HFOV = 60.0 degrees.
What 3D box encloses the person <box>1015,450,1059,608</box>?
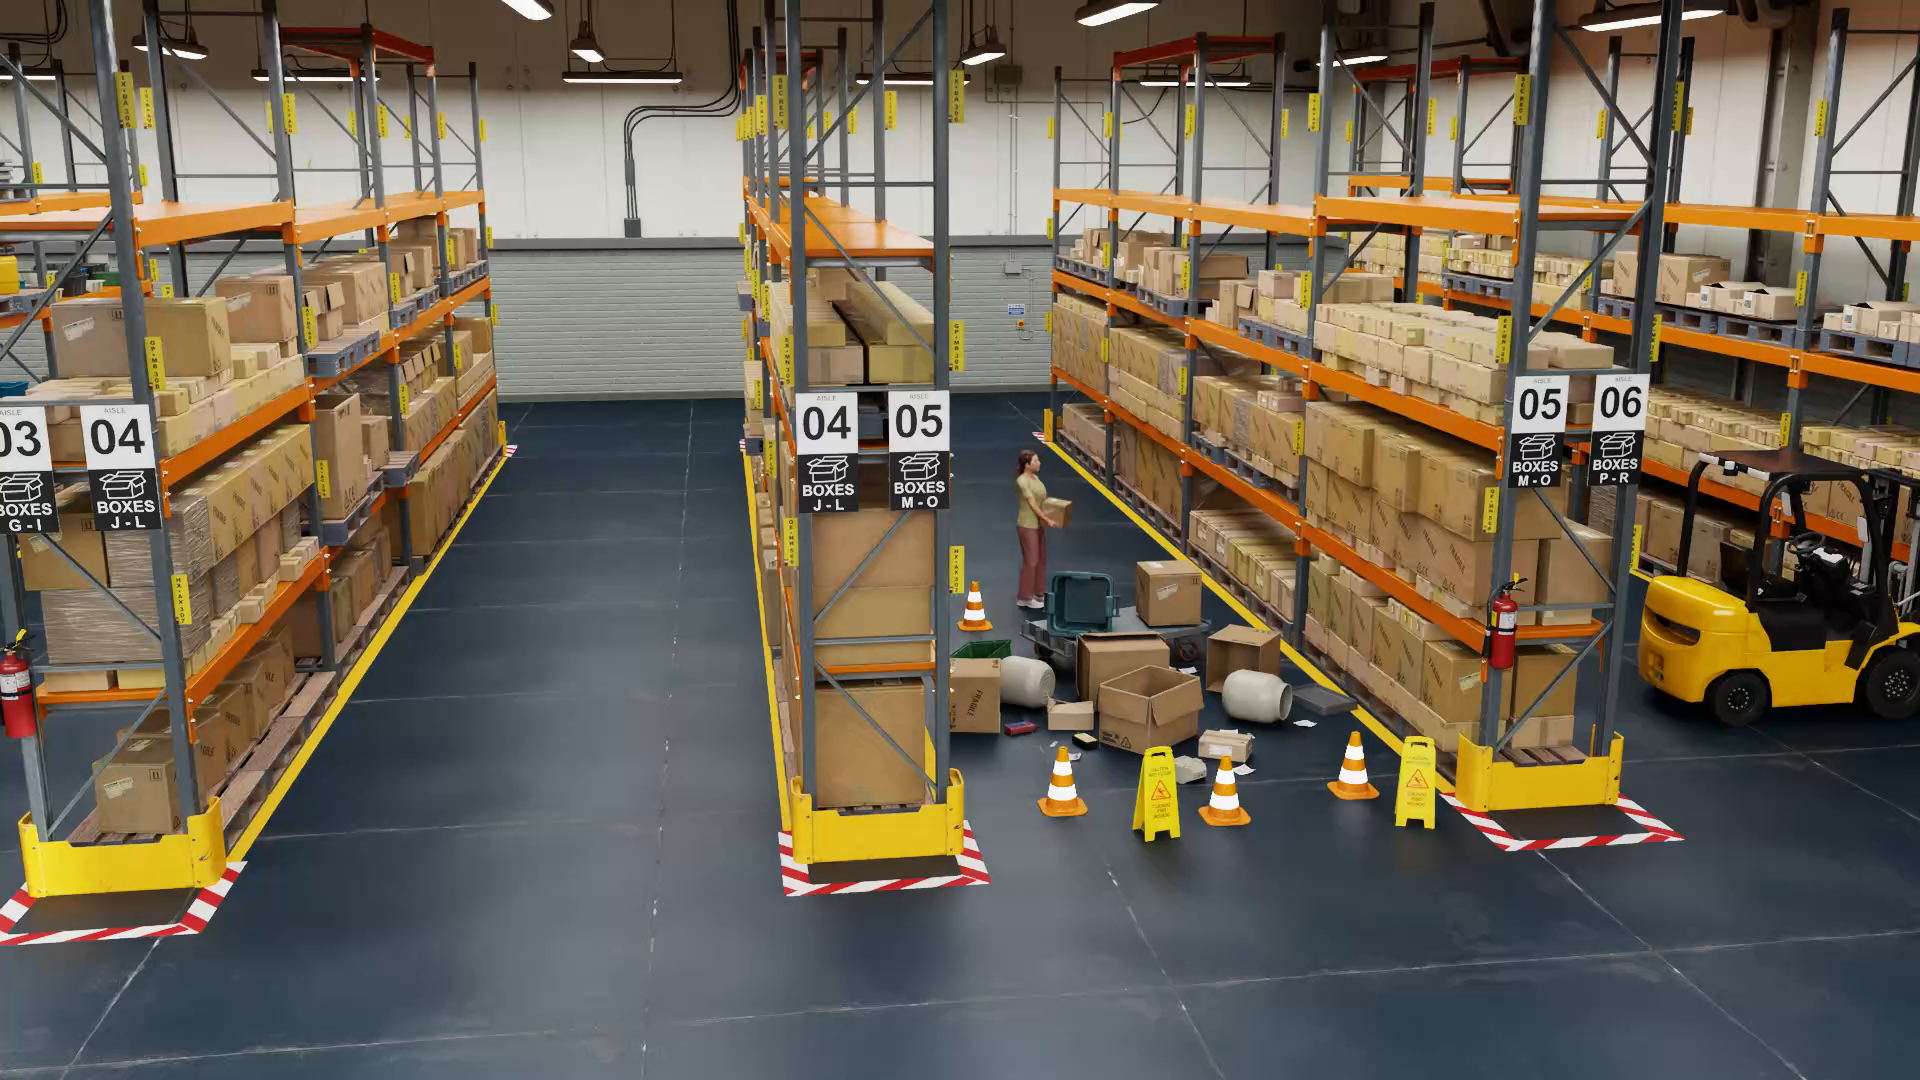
[{"bbox_3d":[0.824,-0.122,17.535,0.551,1.667,0.424,5,14,21],"label":"person"}]
